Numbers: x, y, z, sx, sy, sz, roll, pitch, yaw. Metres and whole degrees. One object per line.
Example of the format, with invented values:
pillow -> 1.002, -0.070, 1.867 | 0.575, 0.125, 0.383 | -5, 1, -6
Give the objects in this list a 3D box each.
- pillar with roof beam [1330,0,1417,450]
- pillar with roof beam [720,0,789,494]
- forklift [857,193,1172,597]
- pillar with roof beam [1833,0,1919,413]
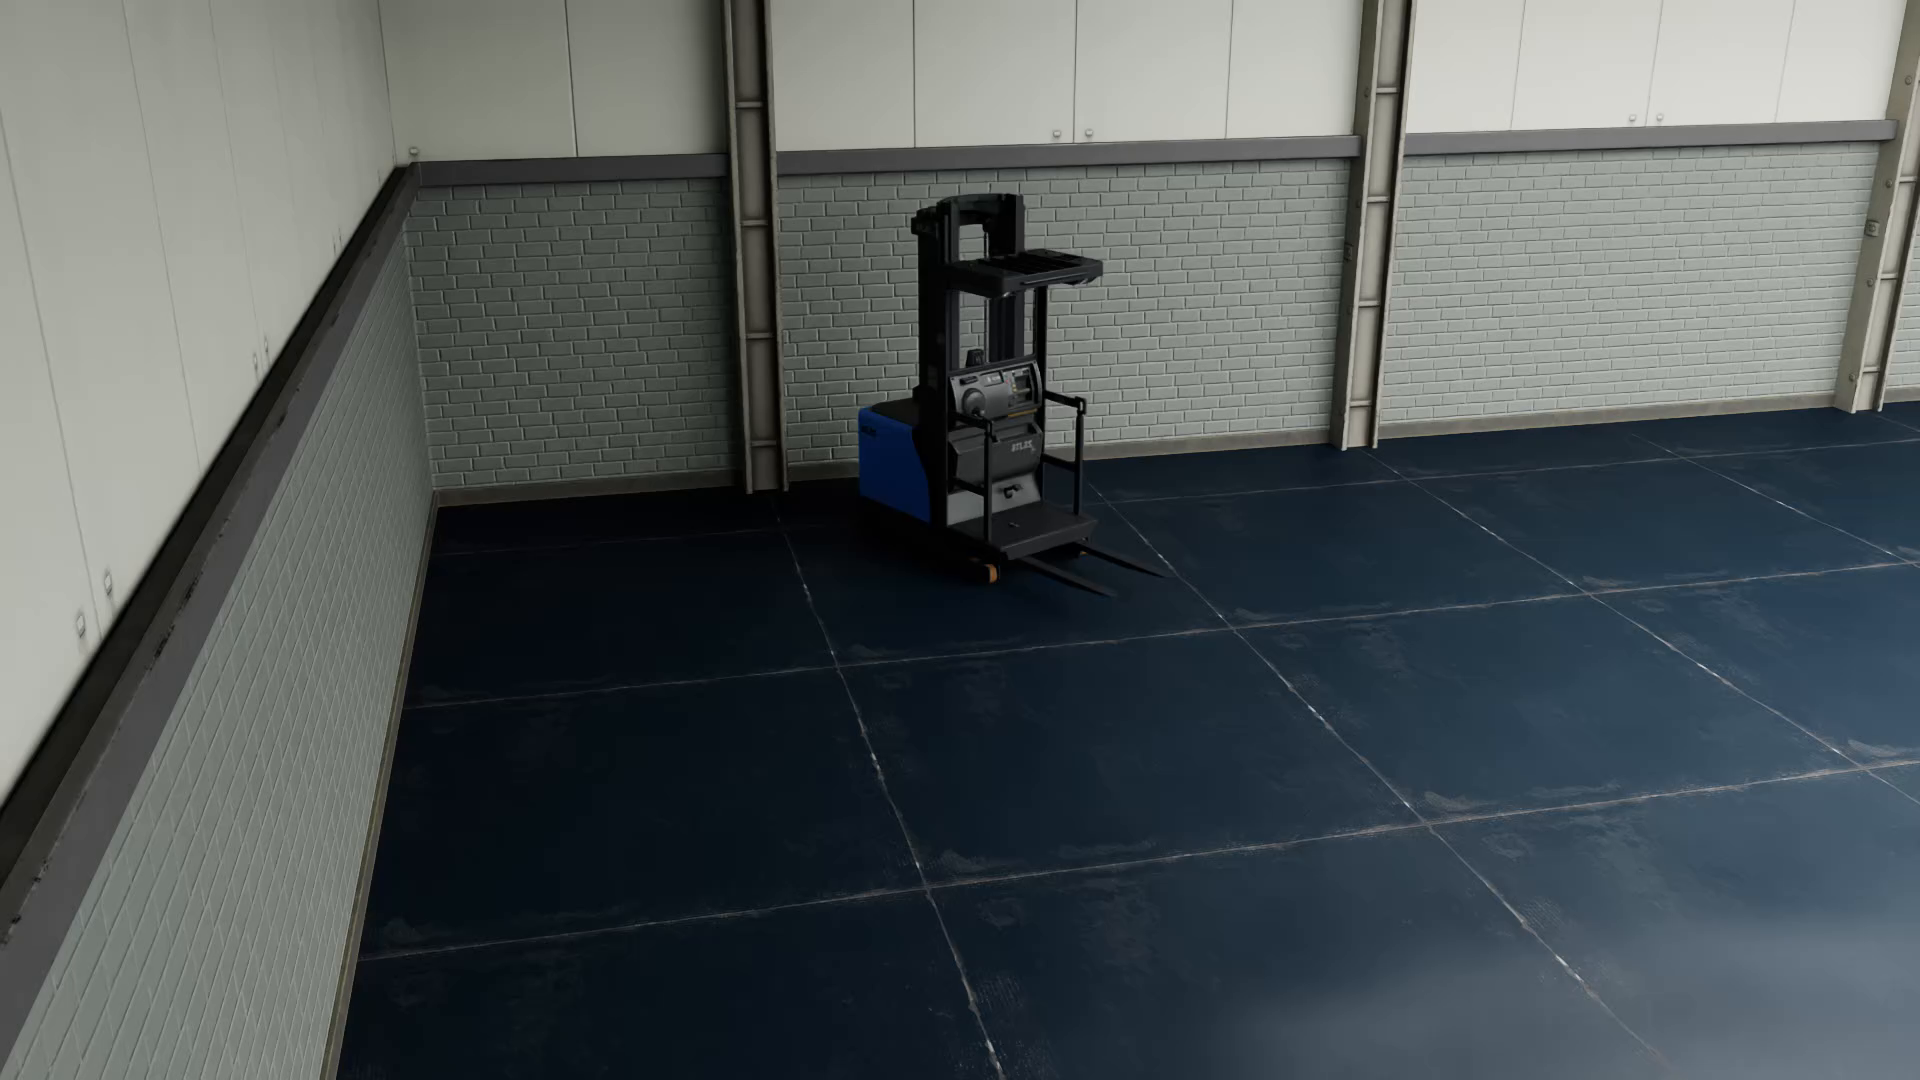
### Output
pillar with roof beam -> 4.998, -3.756, 11.486 | 0.400, 9.000, 9.100 | -5, 21, -12
pillar with roof beam -> -0.841, -3.281, 10.190 | 0.400, 9.000, 9.100 | -5, 21, -12
forklift -> 0.430, -1.216, 13.372 | 1.130, 2.935, 3.031 | -16, 25, -37
pillar with roof beam -> 10.837, -4.231, 12.783 | 0.400, 9.000, 9.100 | -5, 21, -12
